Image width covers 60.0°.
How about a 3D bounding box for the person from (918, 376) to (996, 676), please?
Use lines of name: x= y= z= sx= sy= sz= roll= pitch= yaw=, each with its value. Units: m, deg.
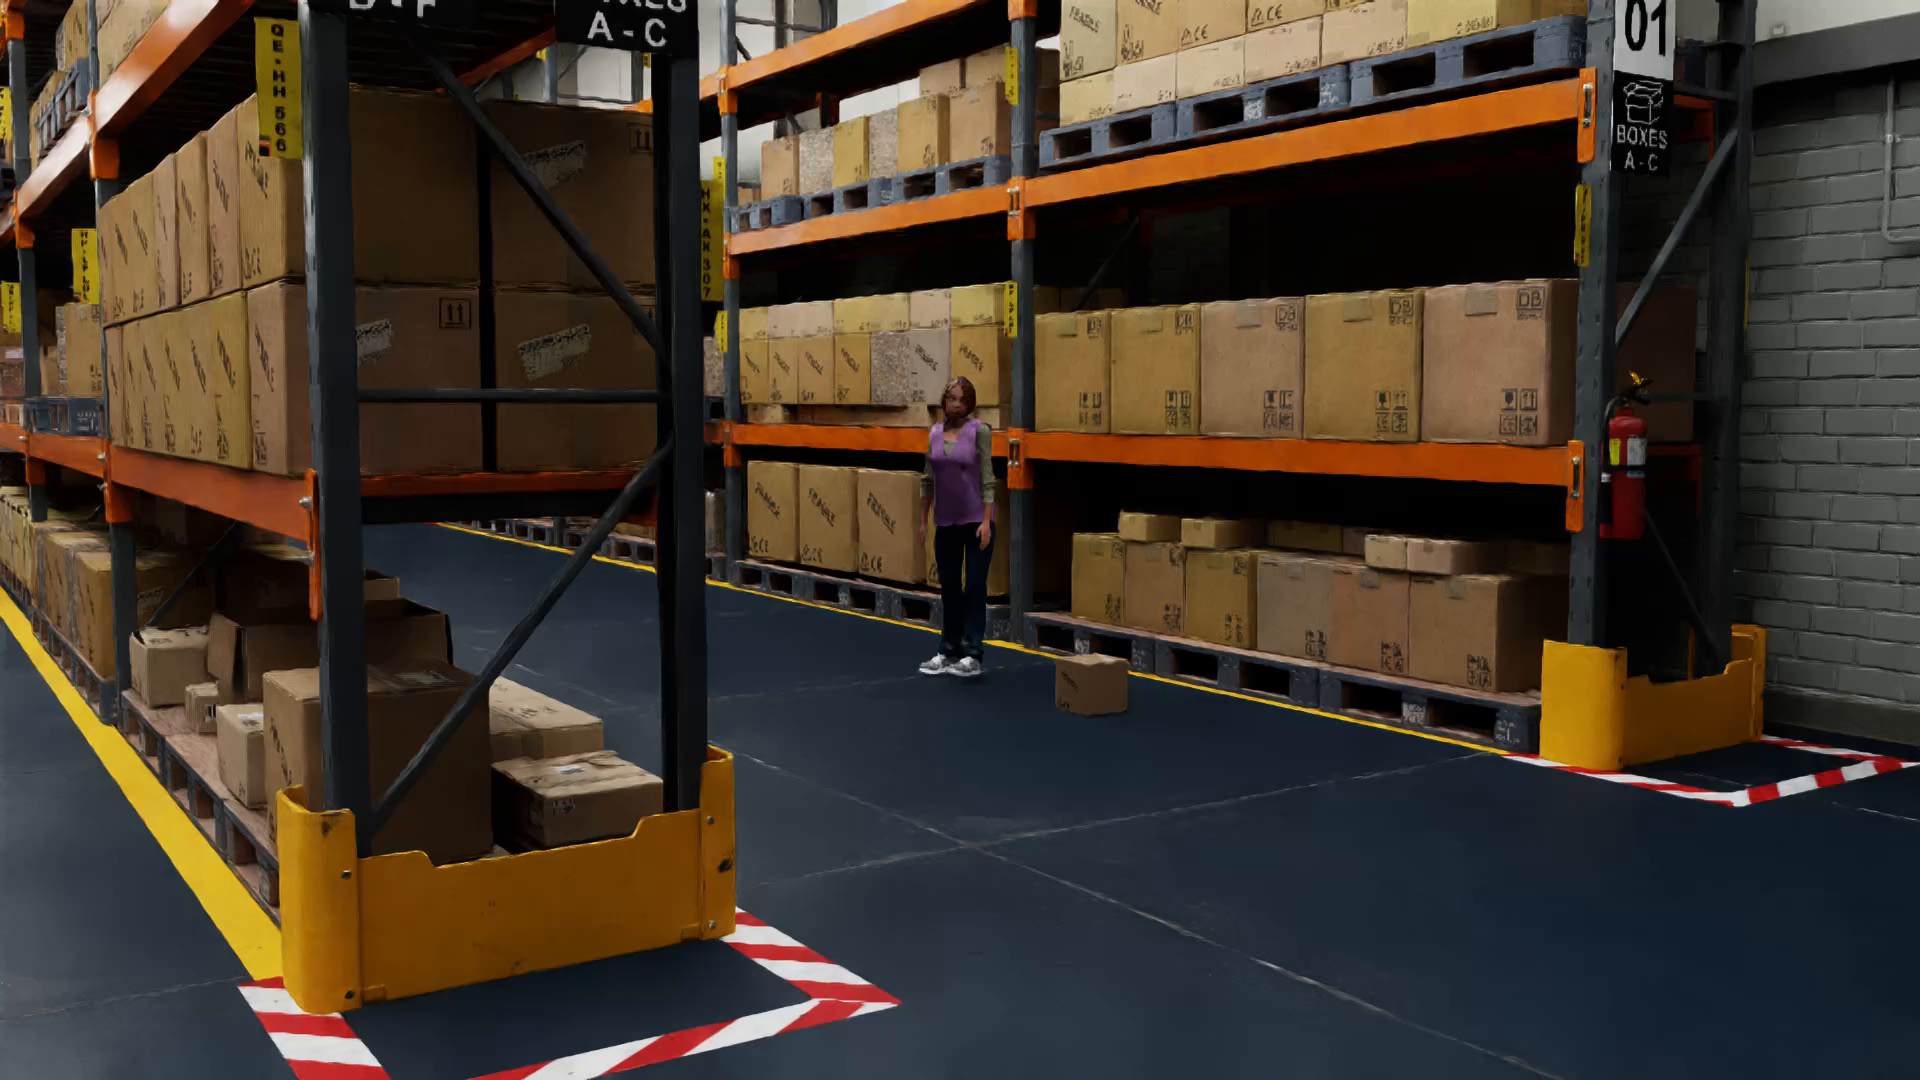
person: x=-0.046 y=-0.067 z=8.856 sx=0.482 sy=1.603 sz=0.467 roll=3 pitch=5 yaw=27
